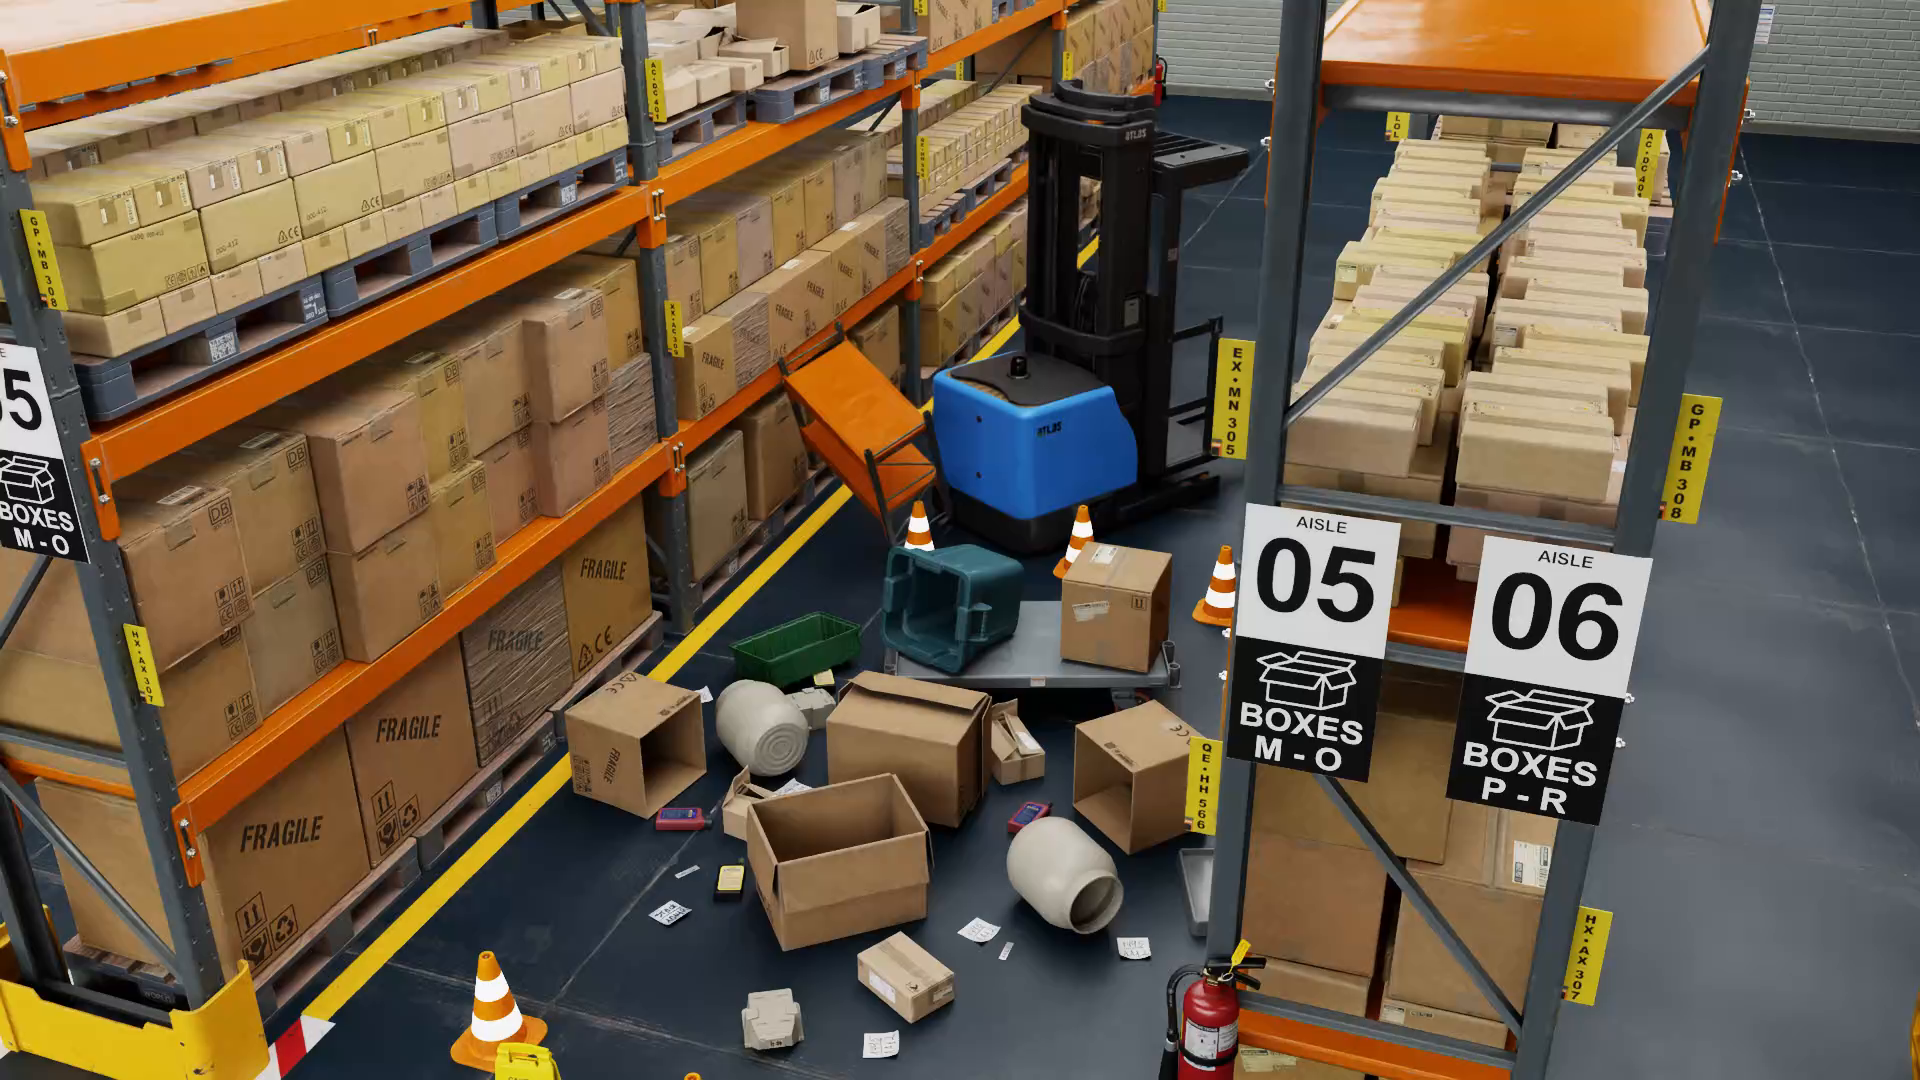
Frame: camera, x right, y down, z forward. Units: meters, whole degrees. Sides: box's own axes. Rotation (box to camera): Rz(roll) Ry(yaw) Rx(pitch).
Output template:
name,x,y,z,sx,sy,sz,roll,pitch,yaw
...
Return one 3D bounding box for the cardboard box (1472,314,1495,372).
name,x,y,z,sx,sy,sz,roll,pitch,yaw
cardboard box,1.974,-0.534,5.523,0.500,0.250,0.500,10,27,19

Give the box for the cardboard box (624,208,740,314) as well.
name,x,y,z,sx,sy,sz,roll,pitch,yaw
cardboard box,-1.812,-1.760,10.404,0.700,0.500,0.500,8,27,17

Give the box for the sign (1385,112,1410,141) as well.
name,x,y,z,sx,sy,sz,roll,pitch,yaw
sign,2.036,-2.011,7.697,0.100,0.325,0.005,9,27,17

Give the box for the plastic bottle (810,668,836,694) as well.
name,x,y,z,sx,sy,sz,roll,pitch,yaw
plastic bottle,-0.809,0.807,9.737,0.133,0.061,0.283,-5,26,-9

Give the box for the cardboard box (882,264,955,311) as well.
name,x,y,z,sx,sy,sz,roll,pitch,yaw
cardboard box,-0.352,-2.142,13.981,0.500,0.250,0.500,8,27,15

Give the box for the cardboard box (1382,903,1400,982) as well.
name,x,y,z,sx,sy,sz,roll,pitch,yaw
cardboard box,1.609,1.370,5.491,0.380,0.149,0.250,9,27,18

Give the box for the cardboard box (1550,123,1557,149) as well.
name,x,y,z,sx,sy,sz,roll,pitch,yaw
cardboard box,3.448,-2.244,8.914,0.500,0.250,0.500,8,27,17

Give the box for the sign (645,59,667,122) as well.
name,x,y,z,sx,sy,sz,roll,pitch,yaw
sign,-1.617,-2.387,8.834,0.100,0.325,0.005,9,27,17

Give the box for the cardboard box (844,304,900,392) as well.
name,x,y,z,sx,sy,sz,roll,pitch,yaw
cardboard box,-1.097,-1.431,13.087,1.050,0.750,0.750,8,27,17

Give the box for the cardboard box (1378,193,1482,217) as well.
name,x,y,z,sx,sy,sz,roll,pitch,yaw
cardboard box,1.845,-1.254,6.552,0.380,0.149,0.250,8,27,16

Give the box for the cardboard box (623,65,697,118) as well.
name,x,y,z,sx,sy,sz,roll,pitch,yaw
cardboard box,-1.704,-2.584,9.483,0.258,0.266,0.396,8,27,17

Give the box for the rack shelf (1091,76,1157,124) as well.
name,x,y,z,sx,sy,sz,roll,pitch,yaw
rack shelf,1.187,-4.634,18.427,1.077,0.370,4.000,9,27,17

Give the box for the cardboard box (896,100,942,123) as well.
name,x,y,z,sx,sy,sz,roll,pitch,yaw
cardboard box,-0.388,-3.956,15.326,0.380,0.149,0.250,9,27,17

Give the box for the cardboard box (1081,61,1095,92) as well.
name,x,y,z,sx,sy,sz,roll,pitch,yaw
cardboard box,1.082,-4.686,17.253,0.500,0.500,0.500,9,27,17

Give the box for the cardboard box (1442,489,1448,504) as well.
name,x,y,z,sx,sy,sz,roll,pitch,yaw
cardboard box,1.404,-0.258,5.410,0.380,0.149,0.250,9,27,18

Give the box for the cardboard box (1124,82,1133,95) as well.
name,x,y,z,sx,sy,sz,roll,pitch,yaw
cardboard box,1.760,-5.181,19.021,0.380,0.149,0.250,9,27,19

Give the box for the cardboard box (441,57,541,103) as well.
name,x,y,z,sx,sy,sz,roll,pitch,yaw
cardboard box,-2.214,-2.172,7.852,0.380,0.149,0.250,9,27,18

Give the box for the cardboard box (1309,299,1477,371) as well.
name,x,y,z,sx,sy,sz,roll,pitch,yaw
cardboard box,1.483,-0.614,5.689,0.500,0.250,0.500,10,27,19

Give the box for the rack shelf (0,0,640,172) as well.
name,x,y,z,sx,sy,sz,roll,pitch,yaw
rack shelf,-2.806,-2.223,7.022,1.077,0.370,4.000,9,27,17

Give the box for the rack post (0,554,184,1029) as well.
name,x,y,z,sx,sy,sz,roll,pitch,yaw
rack post,-6.626,-2.643,11.419,10.902,4.420,9.321,9,27,17

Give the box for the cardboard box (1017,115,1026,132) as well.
name,x,y,z,sx,sy,sz,roll,pitch,yaw
cardboard box,0.403,-3.943,15.641,0.380,0.149,0.250,10,28,20

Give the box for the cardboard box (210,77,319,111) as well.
name,x,y,z,sx,sy,sz,roll,pitch,yaw
cardboard box,-3.089,-1.952,7.399,0.380,0.149,0.250,9,27,17

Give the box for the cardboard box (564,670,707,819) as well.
name,x,y,z,sx,sy,sz,roll,pitch,yaw
cardboard box,-1.689,1.063,8.702,0.500,0.500,0.500,14,29,26

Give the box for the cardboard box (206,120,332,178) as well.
name,x,y,z,sx,sy,sz,roll,pitch,yaw
cardboard box,-2.721,-1.543,6.553,0.380,0.149,0.250,8,27,17

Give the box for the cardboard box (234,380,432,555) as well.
name,x,y,z,sx,sy,sz,roll,pitch,yaw
cardboard box,-2.901,-0.354,7.352,0.875,0.550,0.550,9,27,17

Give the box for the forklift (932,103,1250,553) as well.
name,x,y,z,sx,sy,sz,roll,pitch,yaw
forklift,1.265,-1.700,11.723,3.031,2.843,1.129,-19,32,-34

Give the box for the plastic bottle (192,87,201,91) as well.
name,x,y,z,sx,sy,sz,roll,pitch,yaw
plastic bottle,-8.741,-5.200,18.914,0.152,0.276,0.135,9,27,17

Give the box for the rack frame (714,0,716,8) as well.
name,x,y,z,sx,sy,sz,roll,pitch,yaw
rack frame,-2.791,-6.540,21.539,1.000,3.000,0.127,9,27,17

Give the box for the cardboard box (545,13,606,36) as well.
name,x,y,z,sx,sy,sz,roll,pitch,yaw
cardboard box,-4.221,-5.528,18.419,0.500,0.500,0.500,10,27,19

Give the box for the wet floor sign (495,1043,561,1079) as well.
name,x,y,z,sx,sy,sz,roll,pitch,yaw
wet floor sign,-1.614,2.154,6.283,0.267,0.644,0.232,4,26,8

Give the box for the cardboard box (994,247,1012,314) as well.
name,x,y,z,sx,sy,sz,roll,pitch,yaw
cardboard box,0.167,-2.438,15.453,0.500,0.500,0.500,8,27,16

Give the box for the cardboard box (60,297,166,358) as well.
name,x,y,z,sx,sy,sz,roll,pitch,yaw
cardboard box,-3.055,-0.770,5.871,0.380,0.149,0.250,9,27,18

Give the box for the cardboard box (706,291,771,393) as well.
name,x,y,z,sx,sy,sz,roll,pitch,yaw
cardboard box,-1.545,-1.278,10.556,0.500,0.500,0.500,9,27,18

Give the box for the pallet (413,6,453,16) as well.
name,x,y,z,sx,sy,sz,roll,pitch,yaw
pallet,-5.289,-4.790,14.699,1.213,0.211,1.003,10,28,20

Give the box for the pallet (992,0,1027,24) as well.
name,x,y,z,sx,sy,sz,roll,pitch,yaw
pallet,-0.127,-4.736,14.587,1.213,0.211,1.003,9,27,17

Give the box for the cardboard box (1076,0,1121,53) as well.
name,x,y,z,sx,sy,sz,roll,pitch,yaw
cardboard box,1.429,-5.543,17.877,0.500,0.500,0.500,8,27,16

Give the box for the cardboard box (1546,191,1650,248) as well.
name,x,y,z,sx,sy,sz,roll,pitch,yaw
cardboard box,2.514,-1.268,6.582,0.380,0.149,0.250,10,27,19

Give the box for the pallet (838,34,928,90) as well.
name,x,y,z,sx,sy,sz,roll,pitch,yaw
pallet,-0.974,-3.485,12.003,1.213,0.211,1.003,10,28,20

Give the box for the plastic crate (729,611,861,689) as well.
name,x,y,z,sx,sy,sz,roll,pitch,yaw
plastic crate,-0.963,0.653,9.843,0.662,0.188,0.450,-20,23,-36

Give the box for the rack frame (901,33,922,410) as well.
name,x,y,z,sx,sy,sz,roll,pitch,yaw
rack frame,-0.810,-2.492,13.178,1.000,3.000,0.127,9,27,17

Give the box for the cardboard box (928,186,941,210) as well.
name,x,y,z,sx,sy,sz,roll,pitch,yaw
cardboard box,-0.381,-2.833,13.688,0.380,0.149,0.250,10,28,20

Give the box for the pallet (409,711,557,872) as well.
name,x,y,z,sx,sy,sz,roll,pitch,yaw
pallet,-2.872,1.211,8.730,1.003,0.211,1.213,9,27,17

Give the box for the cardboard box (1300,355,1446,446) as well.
name,x,y,z,sx,sy,sz,roll,pitch,yaw
cardboard box,1.186,-0.406,4.801,0.380,0.149,0.250,9,27,18

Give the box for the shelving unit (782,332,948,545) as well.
name,x,y,z,sx,sy,sz,roll,pitch,yaw
shelving unit,-0.619,-0.668,11.082,0.538,0.981,1.030,-34,57,-15

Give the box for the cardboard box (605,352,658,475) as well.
name,x,y,z,sx,sy,sz,roll,pitch,yaw
cardboard box,-2.252,-0.762,9.434,0.875,0.550,0.550,9,27,17

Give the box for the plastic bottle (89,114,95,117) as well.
name,x,y,z,sx,sy,sz,roll,pitch,yaw
plastic bottle,-9.226,-4.562,17.602,0.097,0.271,0.097,0,26,0

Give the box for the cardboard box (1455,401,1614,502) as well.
name,x,y,z,sx,sy,sz,roll,pitch,yaw
cardboard box,1.540,-0.240,4.459,0.380,0.149,0.250,9,27,17

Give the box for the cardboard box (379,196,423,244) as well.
name,x,y,z,sx,sy,sz,roll,pitch,yaw
cardboard box,-2.551,-1.393,7.158,0.380,0.149,0.250,9,27,18

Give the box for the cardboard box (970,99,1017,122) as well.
name,x,y,z,sx,sy,sz,roll,pitch,yaw
cardboard box,0.308,-3.962,15.338,0.380,0.149,0.250,9,27,17

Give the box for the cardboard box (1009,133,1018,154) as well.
name,x,y,z,sx,sy,sz,roll,pitch,yaw
cardboard box,0.322,-3.708,15.496,0.380,0.149,0.250,7,27,15
